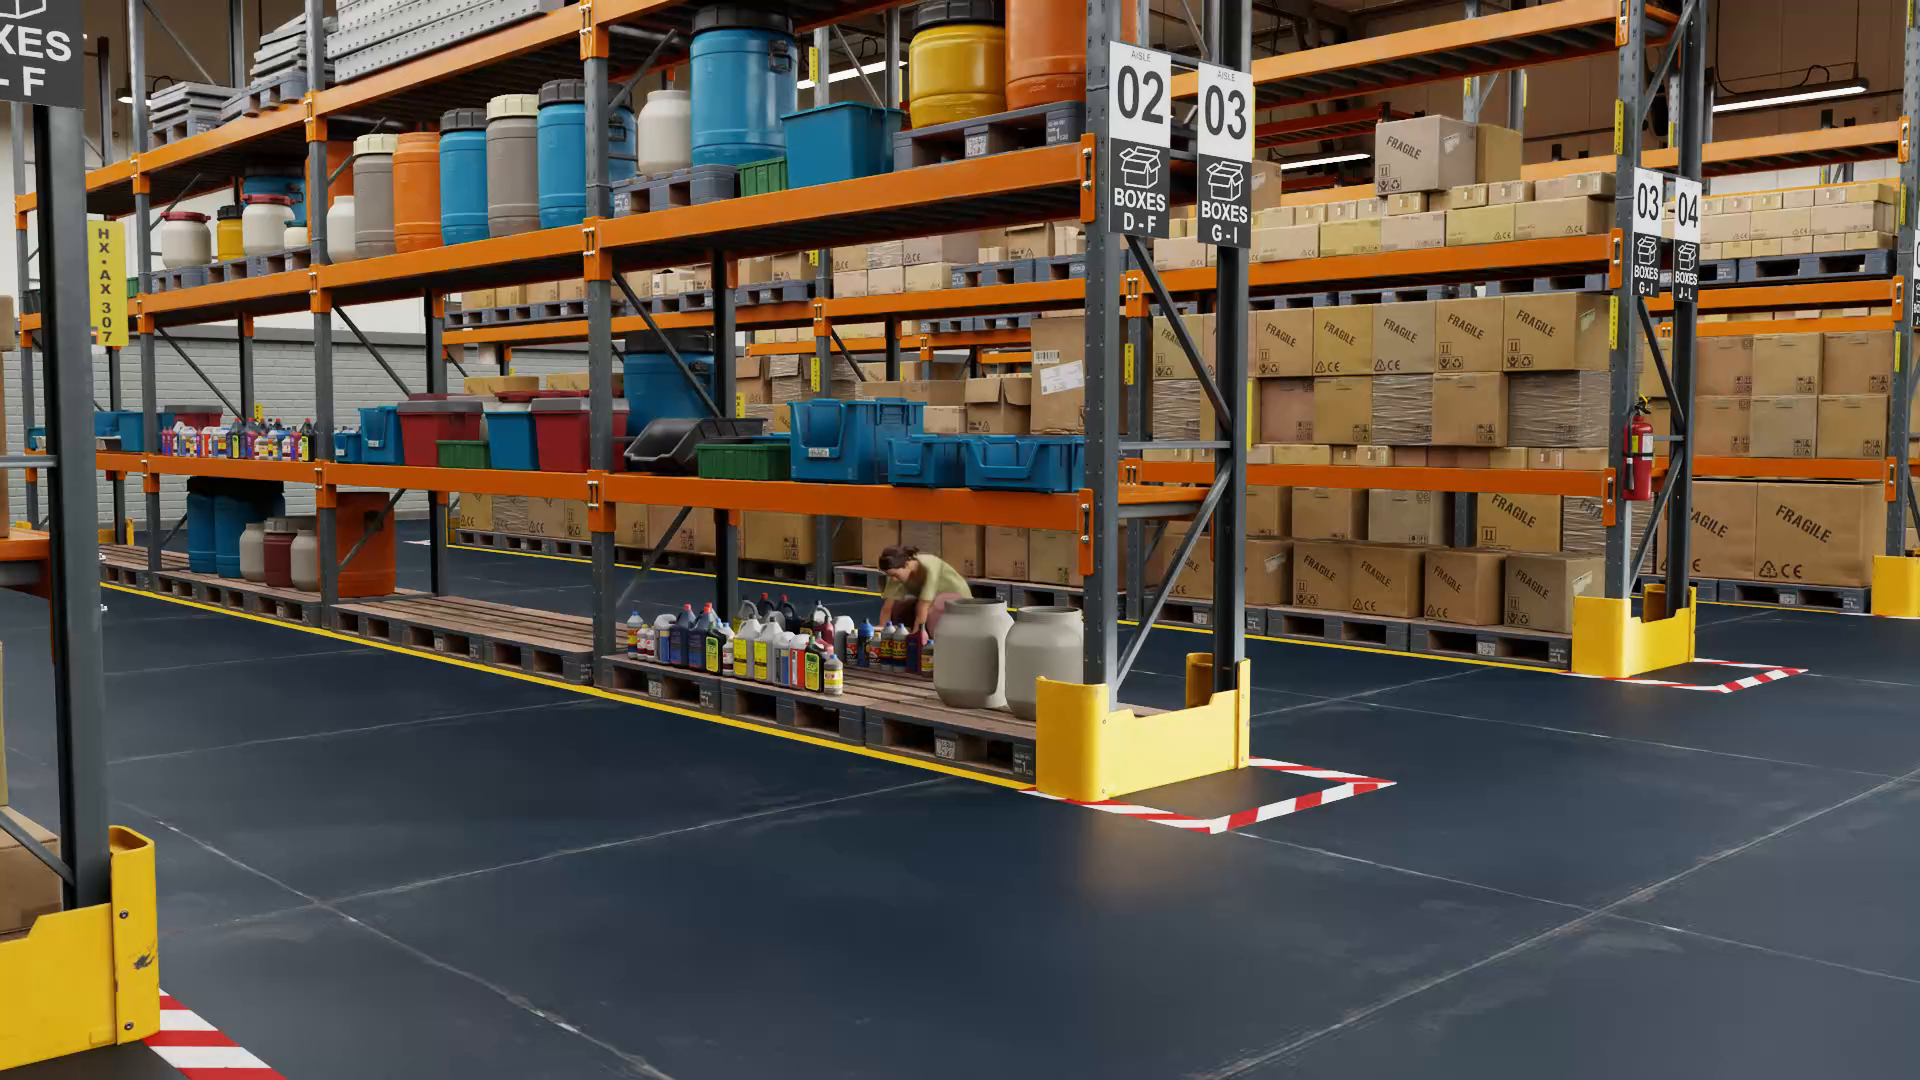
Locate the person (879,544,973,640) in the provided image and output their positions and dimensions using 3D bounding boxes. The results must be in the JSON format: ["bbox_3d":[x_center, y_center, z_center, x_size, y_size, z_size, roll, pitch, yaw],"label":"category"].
[{"bbox_3d":[-0.256,0.419,11.247,0.801,0.810,0.485,-4,6,-44],"label":"person"}]
